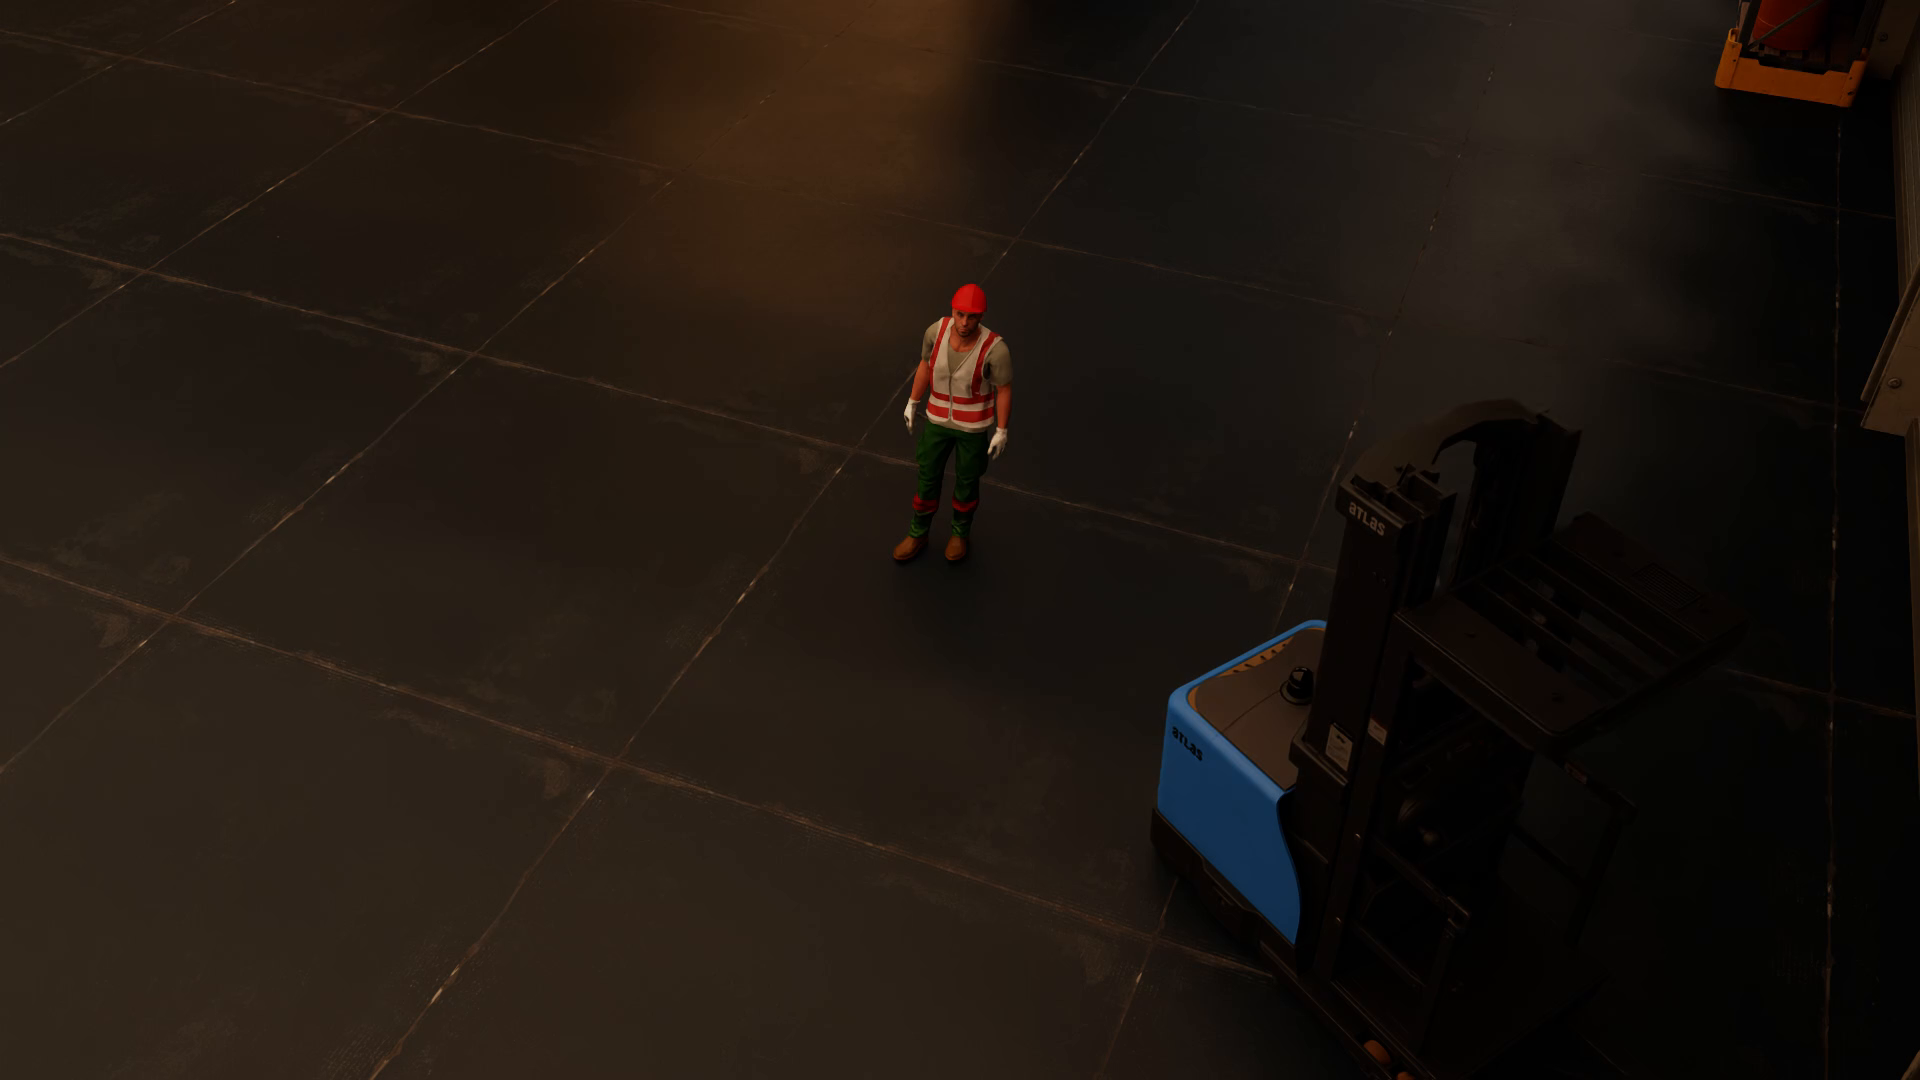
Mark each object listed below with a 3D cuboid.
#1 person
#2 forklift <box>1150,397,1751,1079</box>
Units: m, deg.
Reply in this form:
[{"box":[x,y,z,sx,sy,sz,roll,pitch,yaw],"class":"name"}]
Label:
[{"box":[-0.042,-0.647,9.657,0.637,1.790,0.562,15,42,17],"class":"person"},{"box":[2.204,1.022,6.785,1.130,2.935,3.031,-24,45,-26],"class":"forklift"}]
